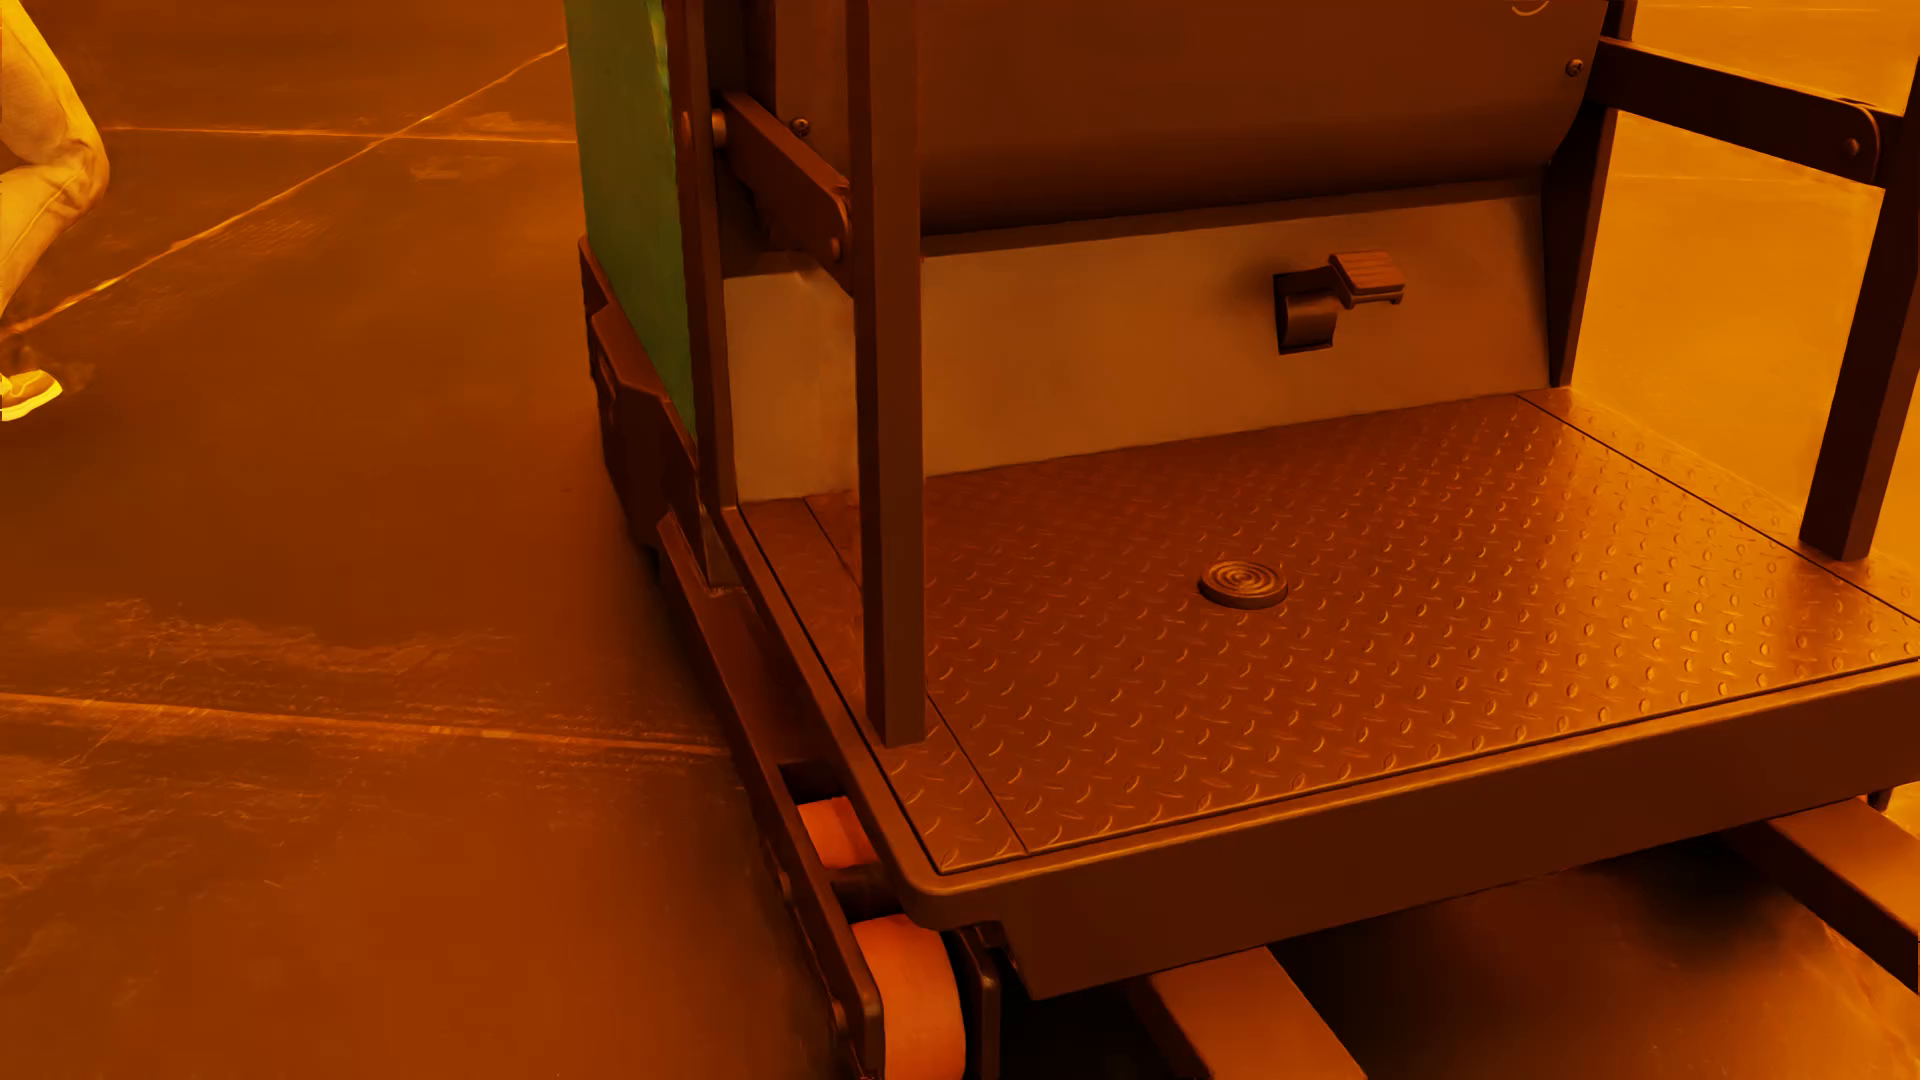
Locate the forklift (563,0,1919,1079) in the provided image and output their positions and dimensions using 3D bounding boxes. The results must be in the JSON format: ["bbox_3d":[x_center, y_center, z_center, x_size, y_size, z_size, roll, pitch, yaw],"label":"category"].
[{"bbox_3d":[0.323,-1.017,1.256,1.130,2.935,3.031,-9,28,-17],"label":"forklift"}]

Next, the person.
[{"bbox_3d":[-1.733,-0.903,2.633,0.751,1.513,0.449,16,31,29],"label":"person"}]
